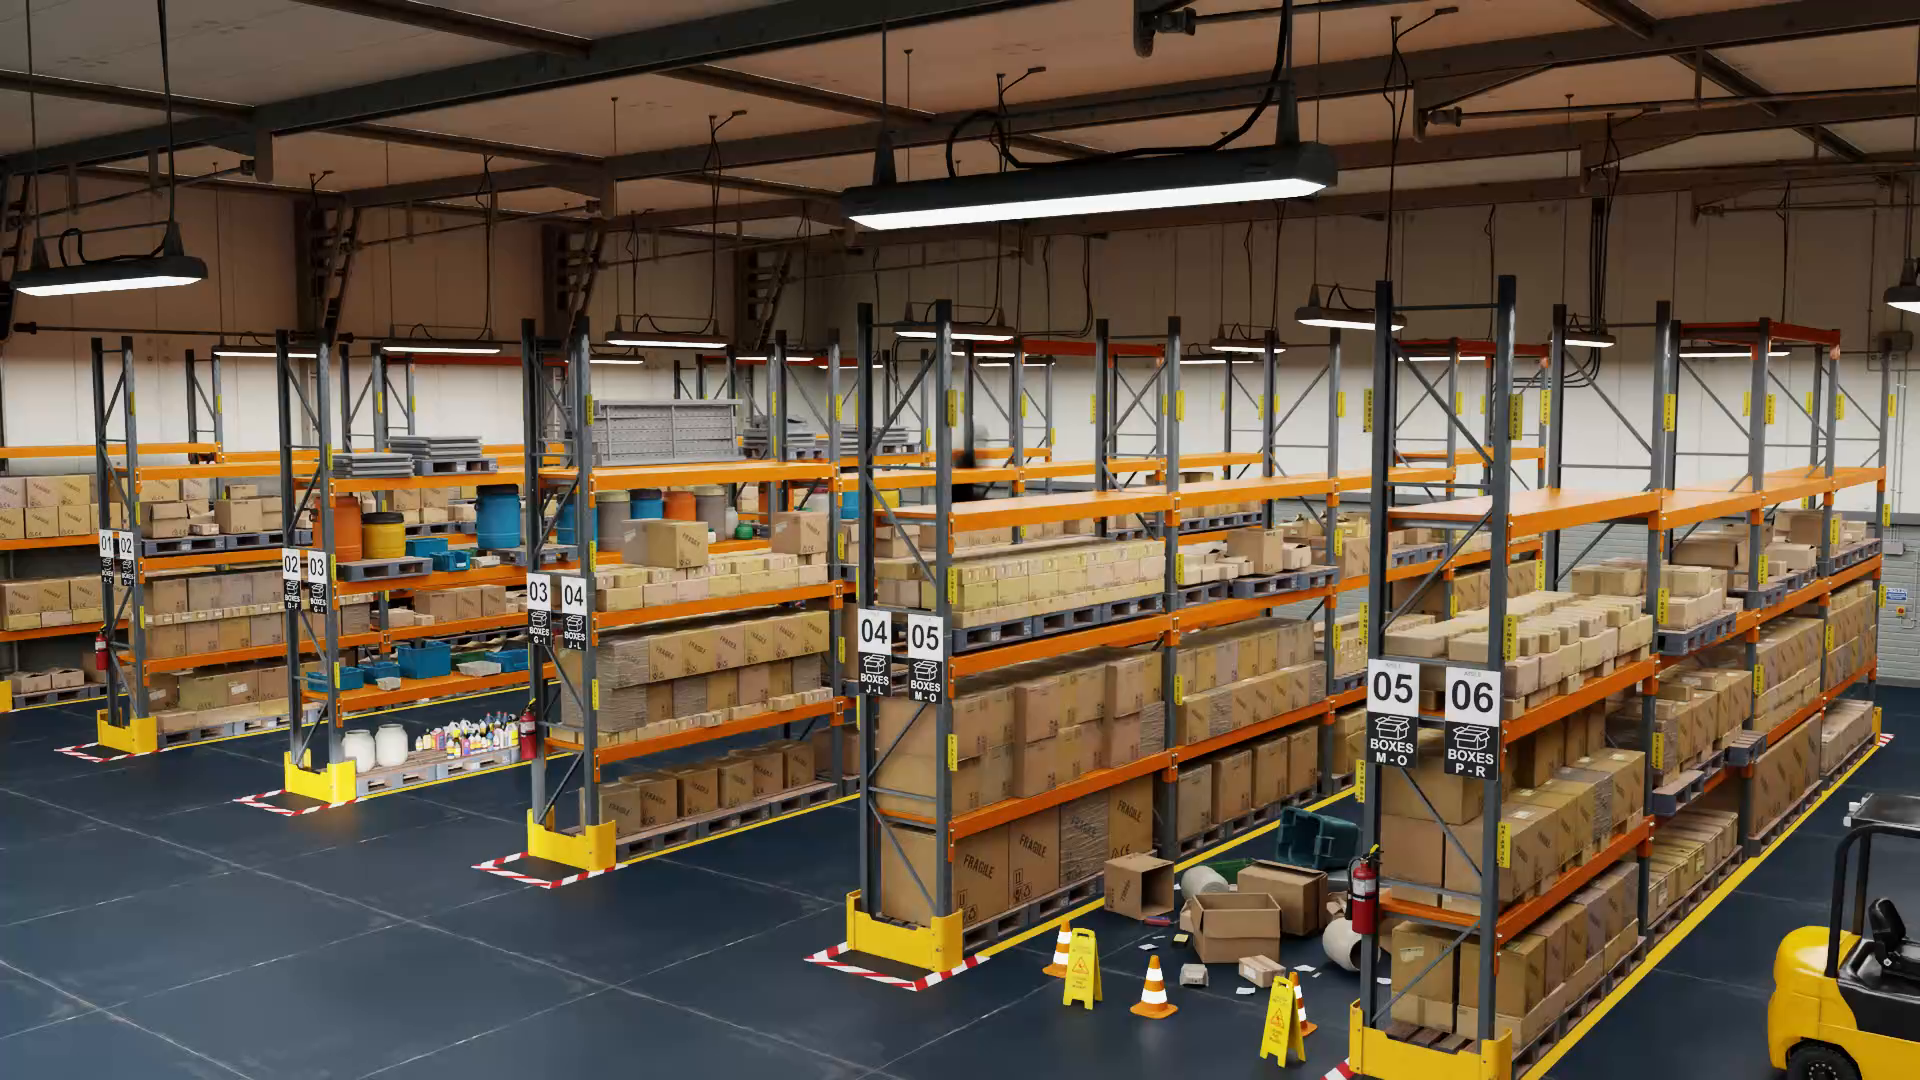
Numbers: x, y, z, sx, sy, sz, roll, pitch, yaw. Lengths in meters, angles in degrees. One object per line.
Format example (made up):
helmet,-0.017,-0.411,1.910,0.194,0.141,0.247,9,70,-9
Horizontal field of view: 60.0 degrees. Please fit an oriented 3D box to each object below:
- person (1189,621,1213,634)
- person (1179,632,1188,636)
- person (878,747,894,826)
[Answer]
person,3.836,1.986,26.039,0.659,1.734,0.923,3,6,33
person,2.978,2.103,22.542,0.550,1.664,0.627,3,6,30
person,-0.713,2.742,18.631,0.607,1.624,0.547,2,5,20
